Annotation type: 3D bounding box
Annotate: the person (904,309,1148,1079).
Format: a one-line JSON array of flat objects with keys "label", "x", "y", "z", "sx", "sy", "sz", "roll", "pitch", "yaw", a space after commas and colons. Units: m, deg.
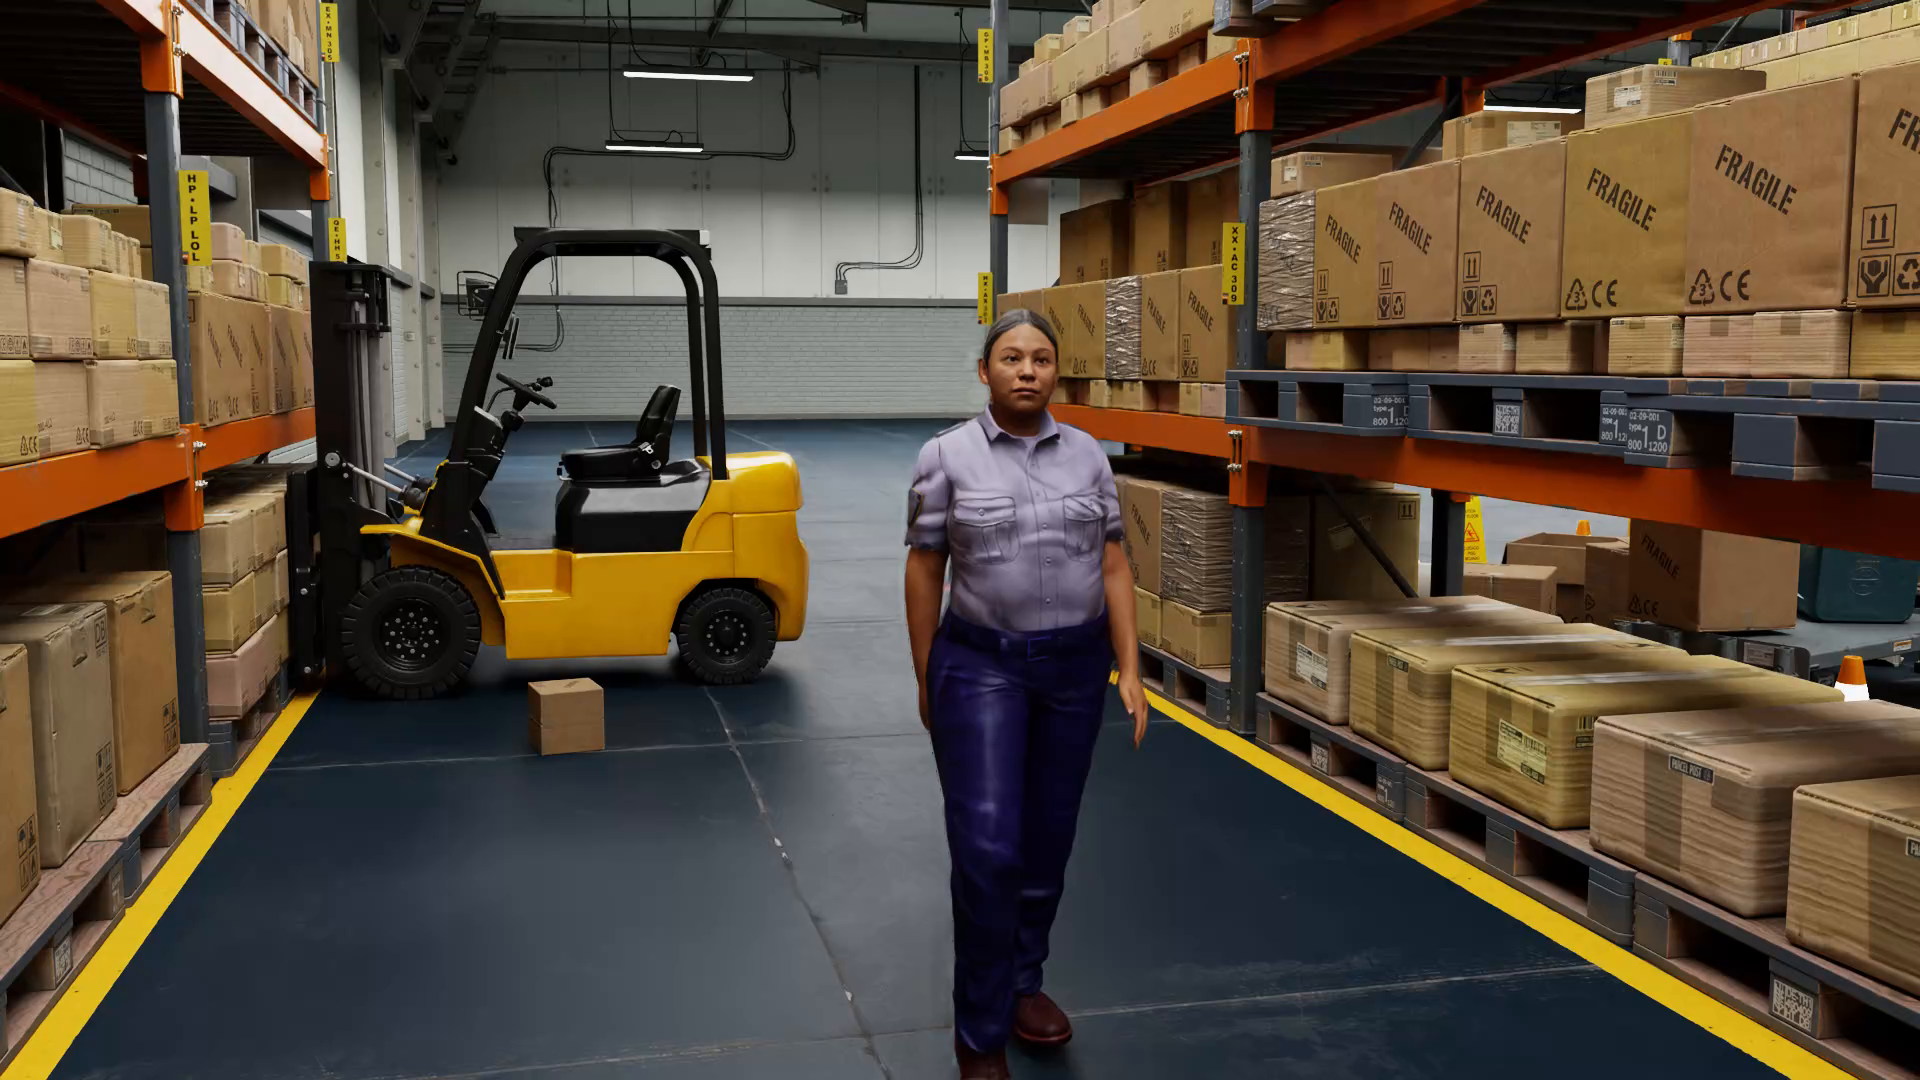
[{"label": "person", "x": 0.152, "y": 0.363, "z": 3.609, "sx": 0.482, "sy": 1.718, "sz": 0.546, "roll": -2, "pitch": 7, "yaw": -19}]
